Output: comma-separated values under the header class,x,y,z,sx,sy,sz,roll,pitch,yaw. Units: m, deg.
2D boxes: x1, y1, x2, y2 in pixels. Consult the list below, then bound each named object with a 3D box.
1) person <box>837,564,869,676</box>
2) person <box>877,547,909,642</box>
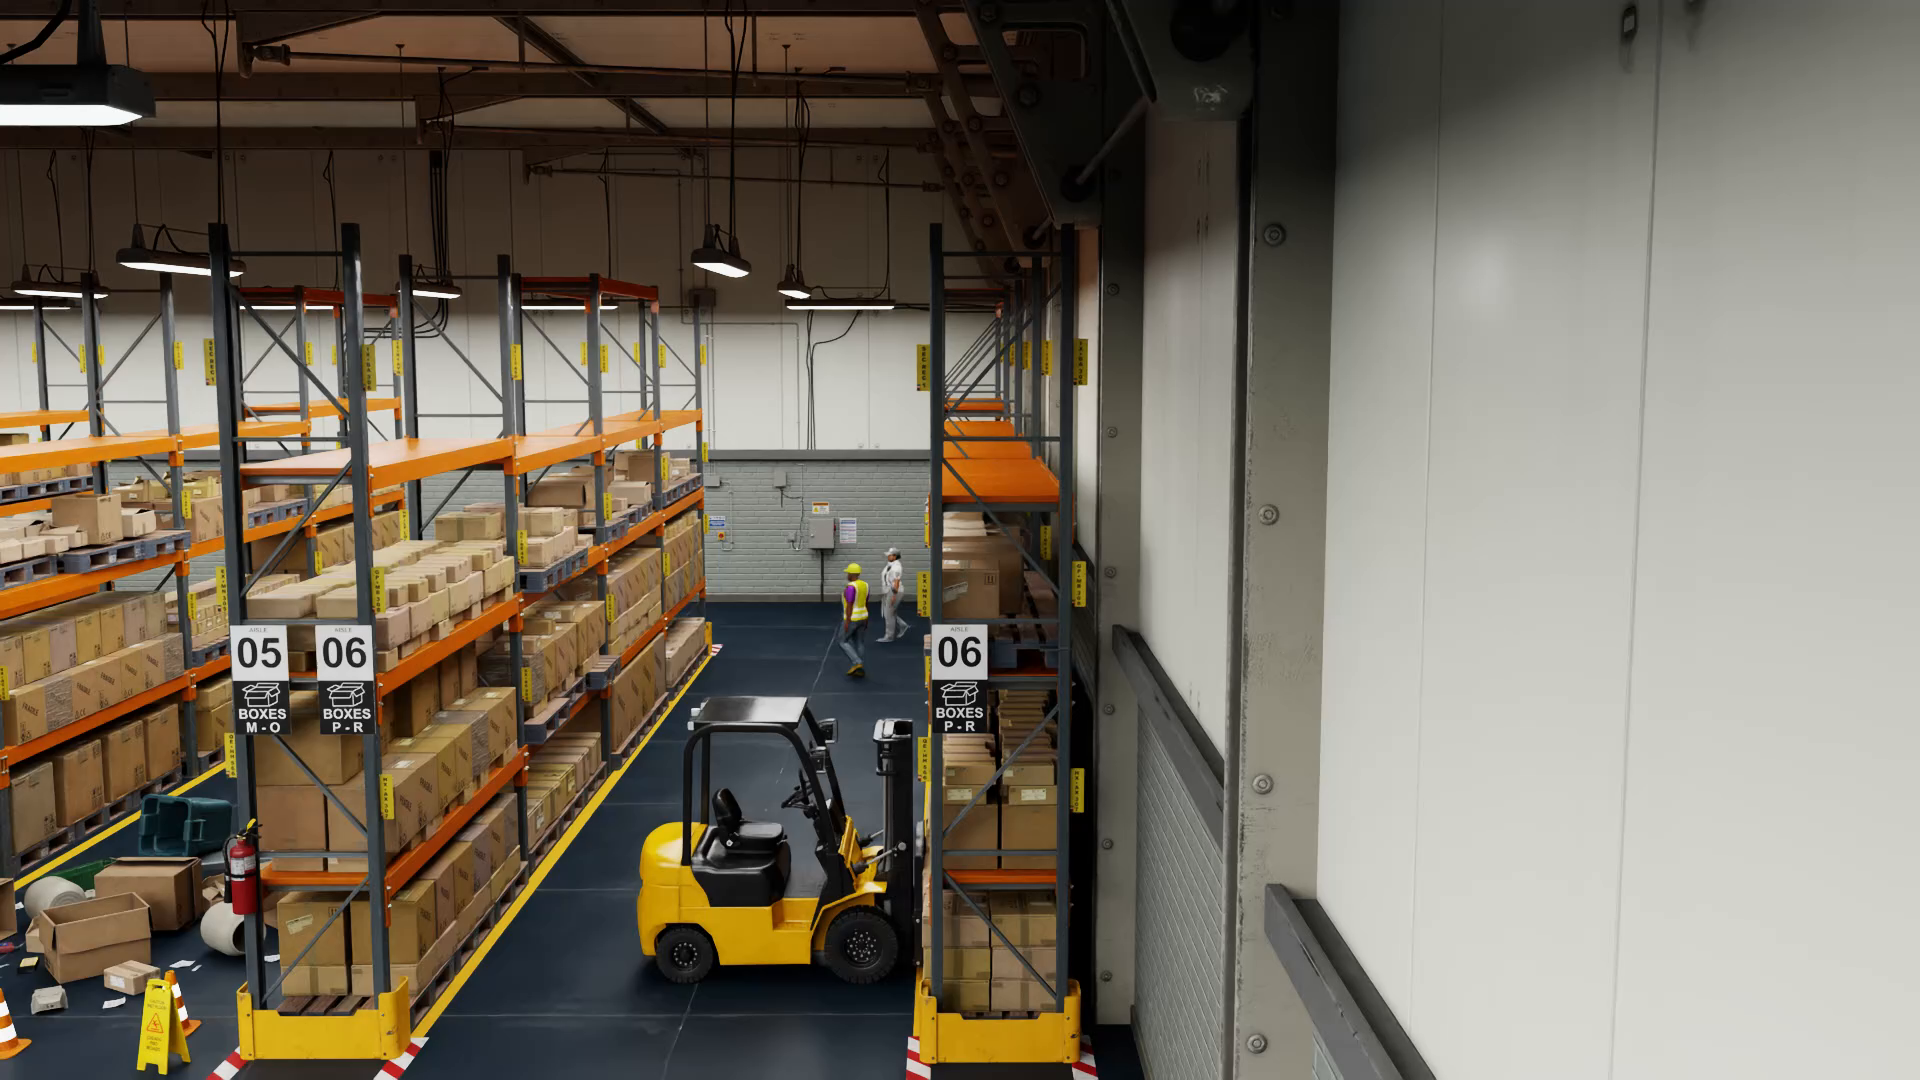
class,x,y,z,sx,sy,sz,roll,pitch,yaw
person,-1.626,1.252,26.062,0.459,1.766,0.615,4,8,33
person,-1.164,0.948,29.105,0.616,1.651,0.487,-2,7,-17
